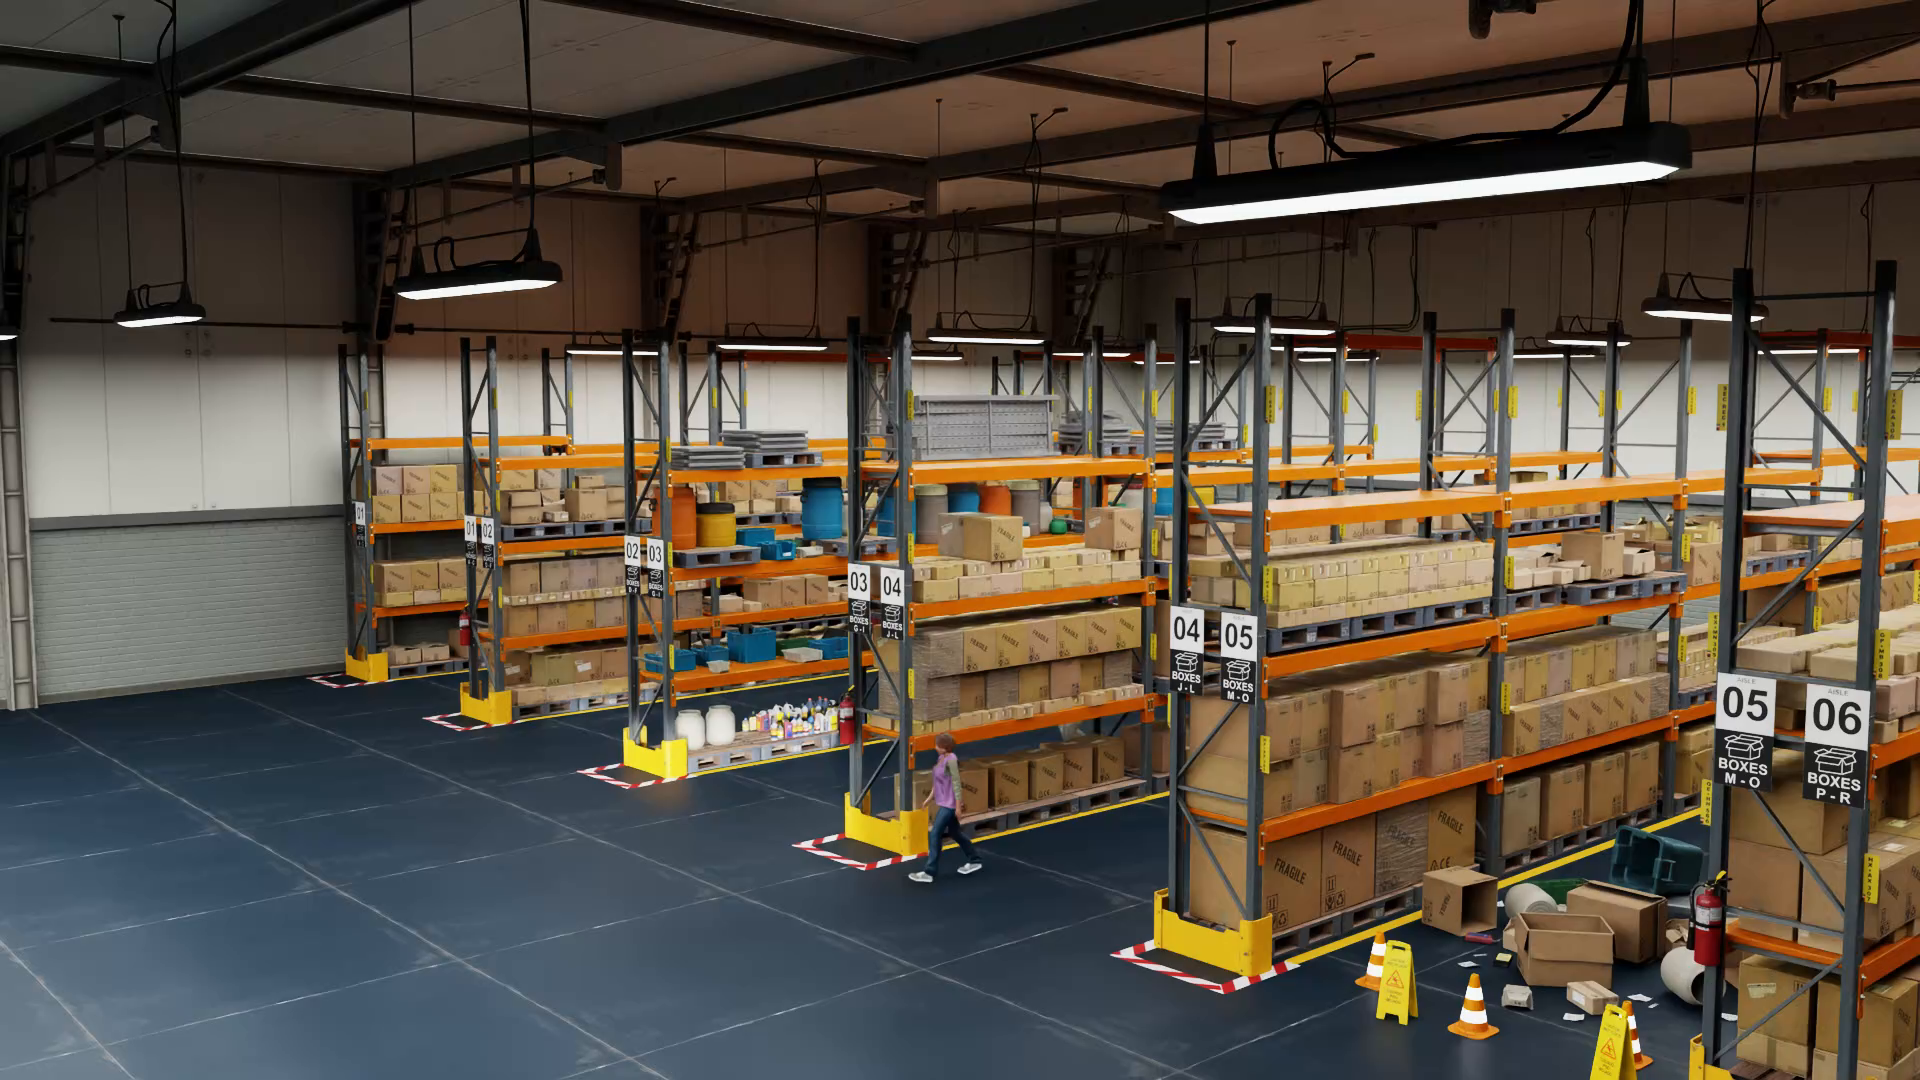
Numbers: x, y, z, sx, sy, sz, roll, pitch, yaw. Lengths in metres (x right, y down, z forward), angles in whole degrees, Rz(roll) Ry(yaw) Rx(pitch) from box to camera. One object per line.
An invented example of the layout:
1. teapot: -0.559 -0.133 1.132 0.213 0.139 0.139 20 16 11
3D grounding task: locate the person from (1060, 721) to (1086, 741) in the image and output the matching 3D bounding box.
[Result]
1. person: 1.584 2.251 23.093 0.507 1.566 0.529 -2 6 -22

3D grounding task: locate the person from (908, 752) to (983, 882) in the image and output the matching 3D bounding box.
1. person: -0.154 2.916 17.598 0.831 1.336 0.420 -1 5 -8
